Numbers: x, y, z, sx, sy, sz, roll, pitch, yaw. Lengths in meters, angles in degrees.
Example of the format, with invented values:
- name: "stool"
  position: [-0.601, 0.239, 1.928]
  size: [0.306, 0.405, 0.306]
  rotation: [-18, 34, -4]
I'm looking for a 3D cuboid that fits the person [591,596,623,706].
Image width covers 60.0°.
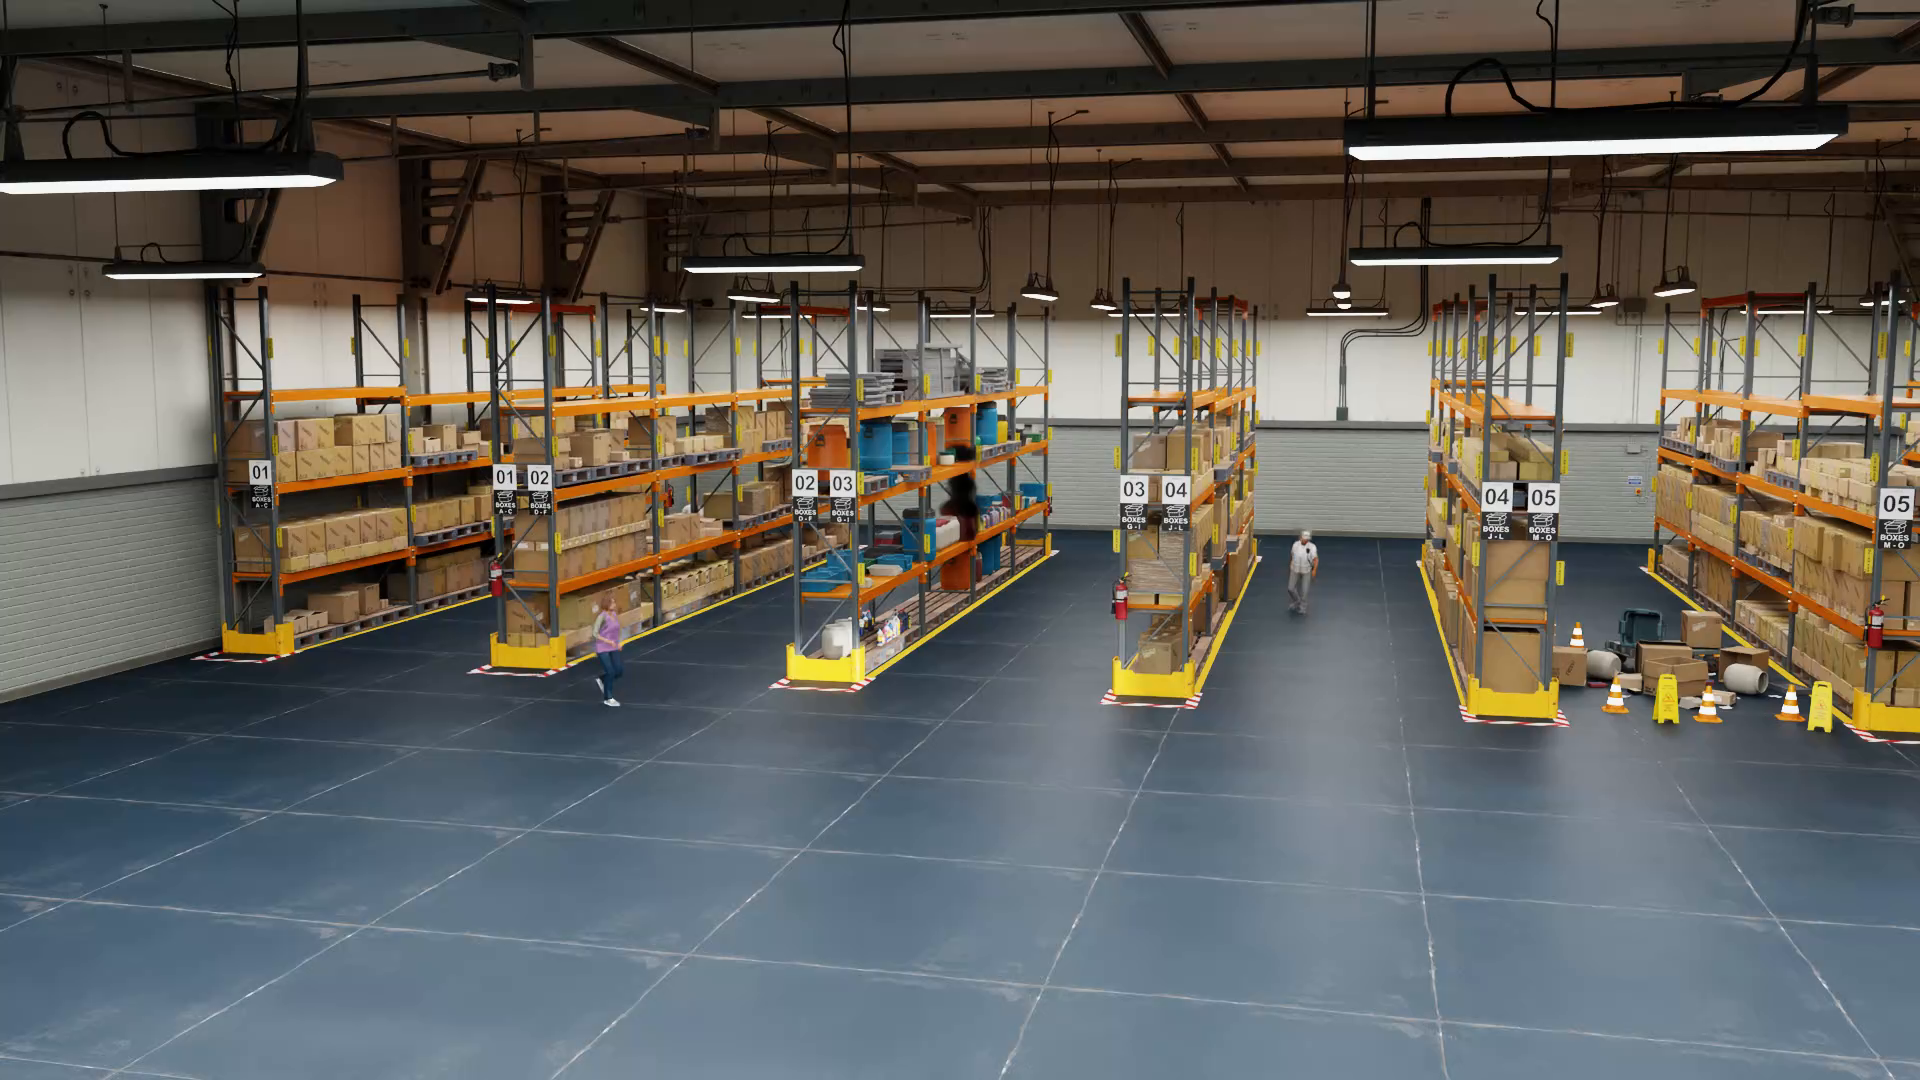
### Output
- name: "person"
  position: [-4.968, 1.560, 23.355]
  size: [0.583, 1.570, 0.525]
  rotation: [4, 8, 30]

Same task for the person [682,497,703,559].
- name: "person"
  position: [-5.980, -0.169, 37.704]
  size: [0.720, 1.711, 0.705]
  rotation: [0, 7, 0]

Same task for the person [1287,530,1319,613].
- name: "person"
  position: [6.469, 0.598, 31.435]
  size: [0.628, 1.609, 0.579]
  rotation: [3, 7, 23]

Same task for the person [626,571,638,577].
- name: "person"
  position: [-7.177, 0.095, 35.994]
  size: [0.615, 1.540, 0.870]
  rotation: [0, 7, -3]
